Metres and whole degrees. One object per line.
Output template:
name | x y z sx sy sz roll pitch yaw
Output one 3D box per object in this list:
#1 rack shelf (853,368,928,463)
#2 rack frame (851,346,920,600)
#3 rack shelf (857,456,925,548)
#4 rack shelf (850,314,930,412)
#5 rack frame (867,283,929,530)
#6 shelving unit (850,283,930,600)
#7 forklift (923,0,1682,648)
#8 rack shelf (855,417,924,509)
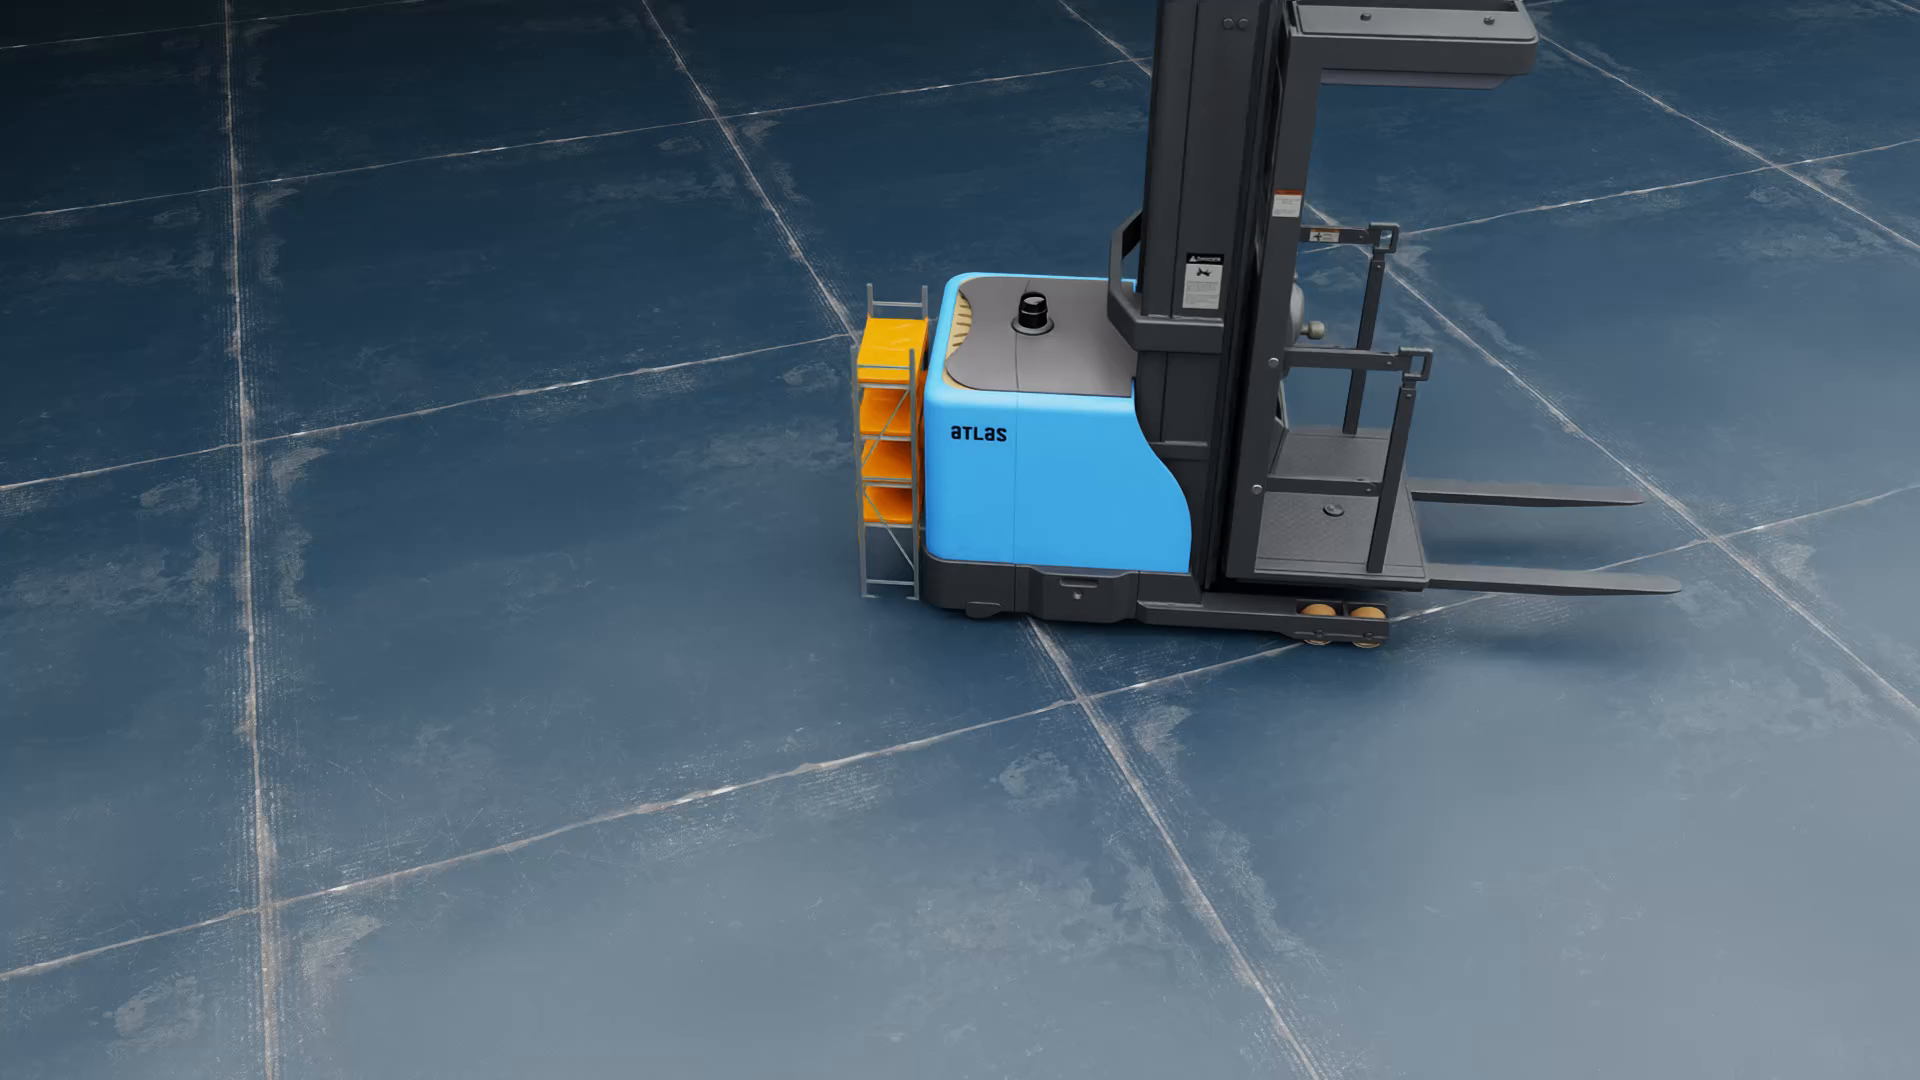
rack shelf | -0.269 -0.509 6.669 0.258 0.148 0.480 3 37 4
rack frame | -0.289 -0.238 6.569 0.240 1.200 0.015 3 37 4
rack shelf | -0.269 -0.172 6.923 0.258 0.148 0.480 3 37 4
rack shelf | -0.269 -0.698 6.526 0.258 0.148 0.480 3 37 4
rack frame | -0.249 -0.531 6.957 0.240 1.200 0.015 3 37 4
shelving unit | -0.269 -0.384 6.763 0.258 1.200 0.503 3 37 4
forklift | 1.396 -1.074 6.239 3.031 2.935 1.130 3 37 4
rack shelf | -0.269 -0.330 6.803 0.258 0.148 0.480 3 37 4
